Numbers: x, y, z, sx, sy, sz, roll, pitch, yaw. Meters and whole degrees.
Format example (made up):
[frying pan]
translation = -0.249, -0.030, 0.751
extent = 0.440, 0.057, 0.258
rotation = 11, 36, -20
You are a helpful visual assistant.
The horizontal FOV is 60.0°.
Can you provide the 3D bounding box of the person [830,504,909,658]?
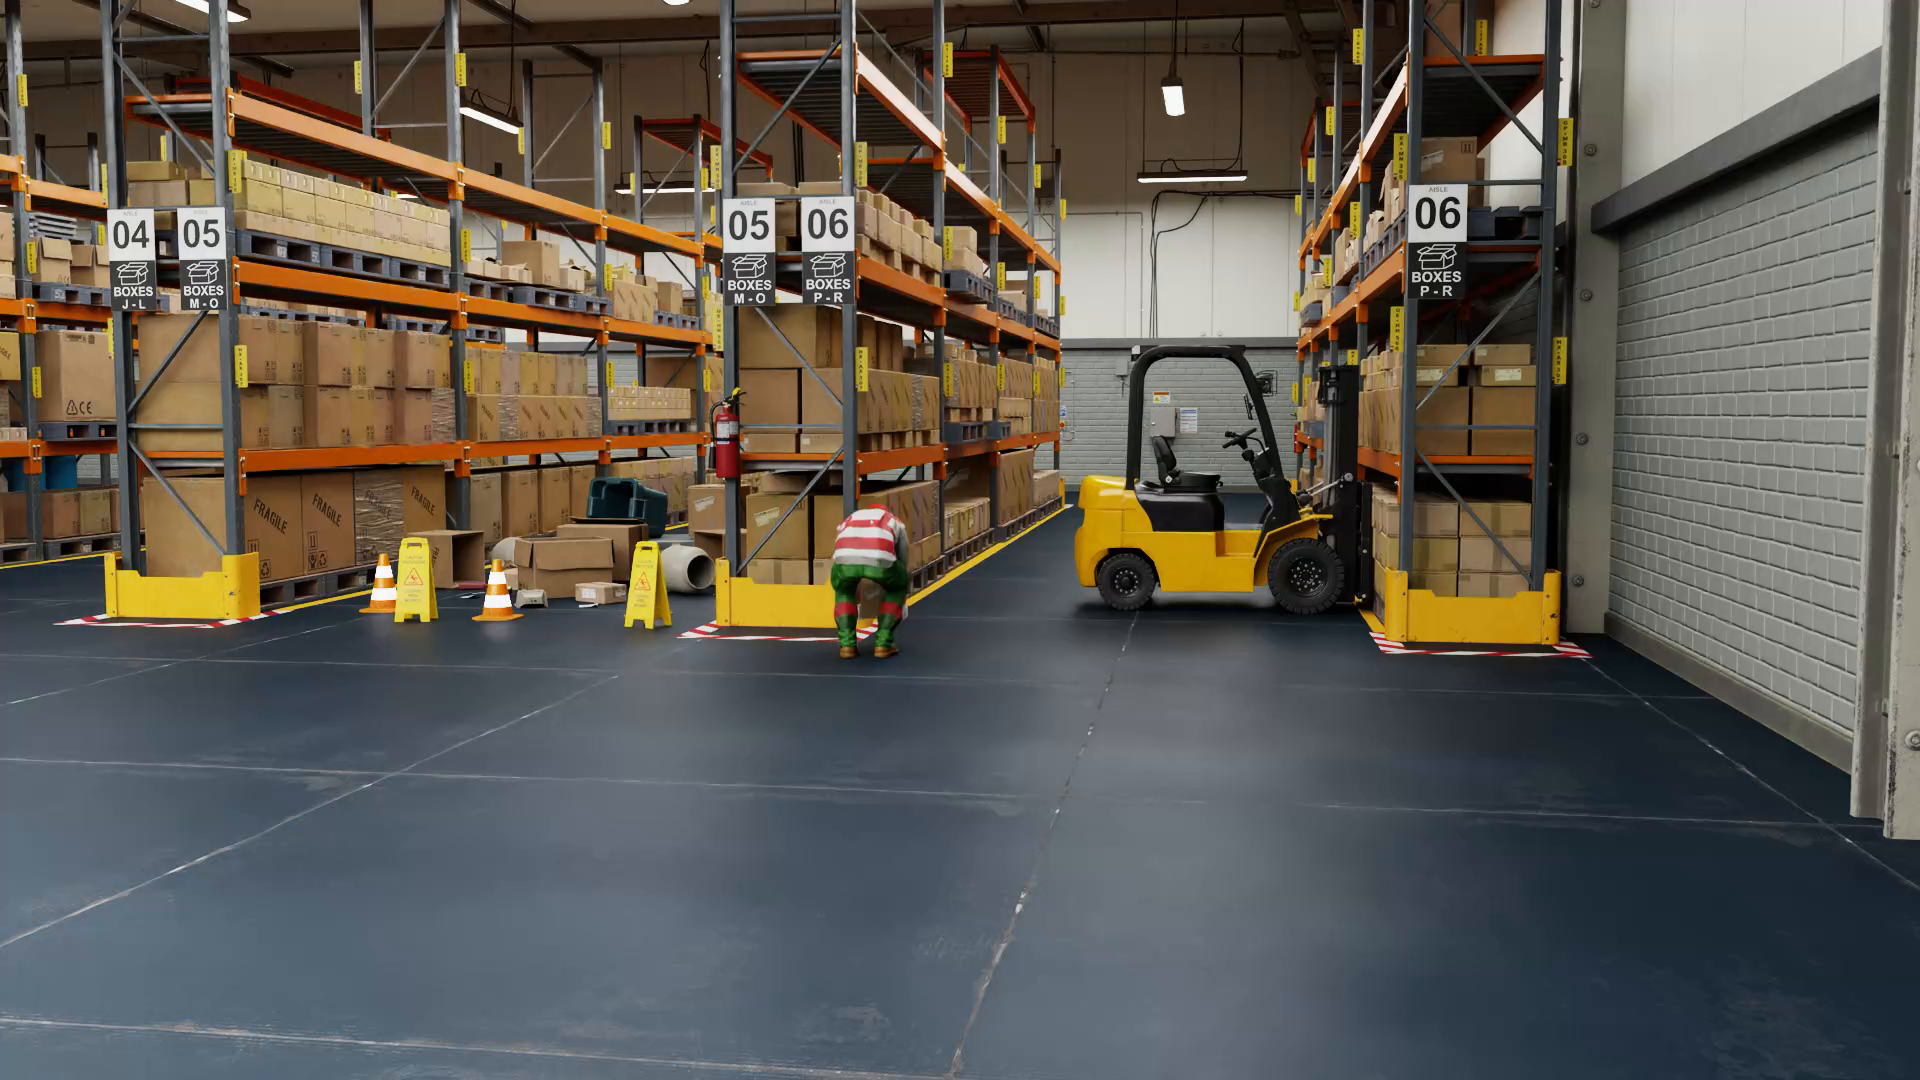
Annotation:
[person]
translation = -0.600, 0.269, 11.168
extent = 0.530, 0.986, 0.950
rotation = 0, 4, 6
